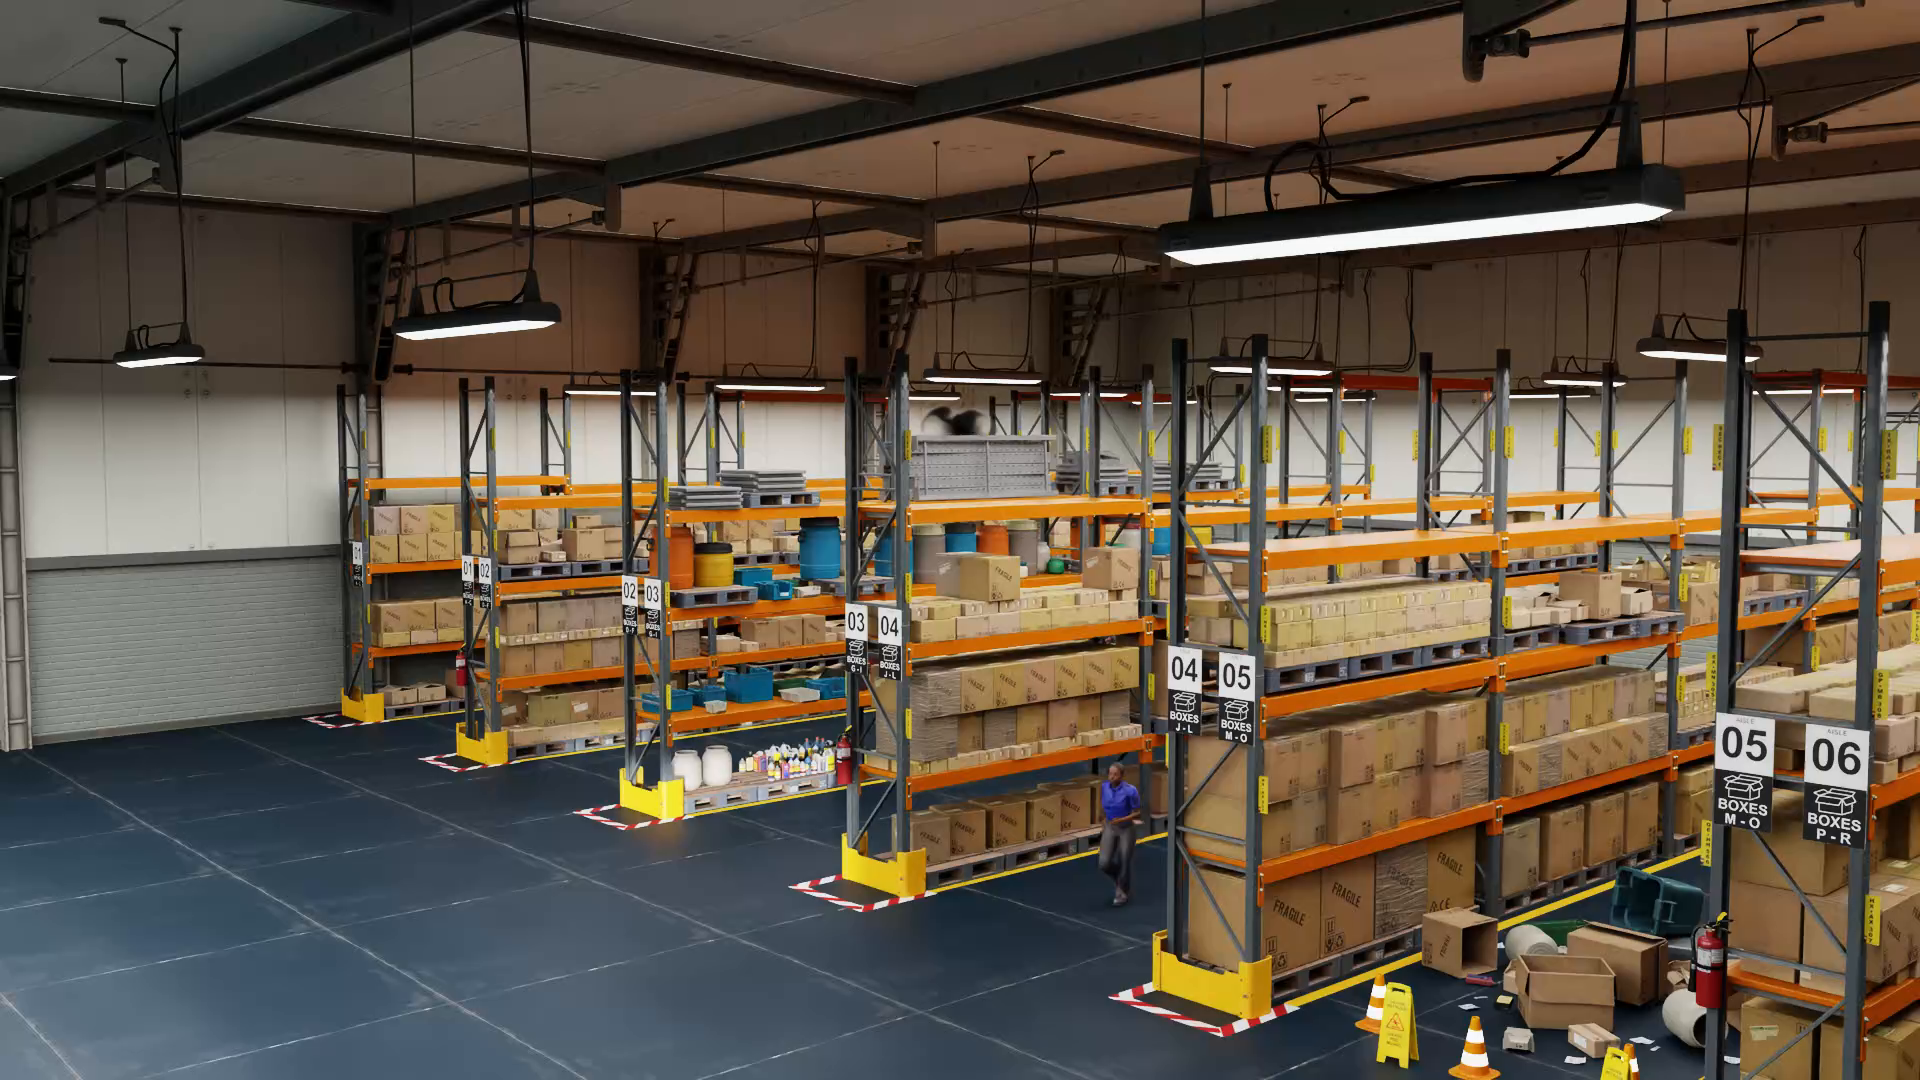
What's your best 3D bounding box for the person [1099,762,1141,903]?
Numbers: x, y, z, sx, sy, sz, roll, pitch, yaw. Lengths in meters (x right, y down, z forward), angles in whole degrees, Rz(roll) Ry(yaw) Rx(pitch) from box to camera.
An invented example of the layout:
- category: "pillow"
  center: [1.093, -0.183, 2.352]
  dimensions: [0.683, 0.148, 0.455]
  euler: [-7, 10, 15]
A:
- category: "person"
  center: [1.710, 3.175, 17.997]
  dimensions: [0.541, 1.591, 0.665]
  euler: [2, 4, 25]
